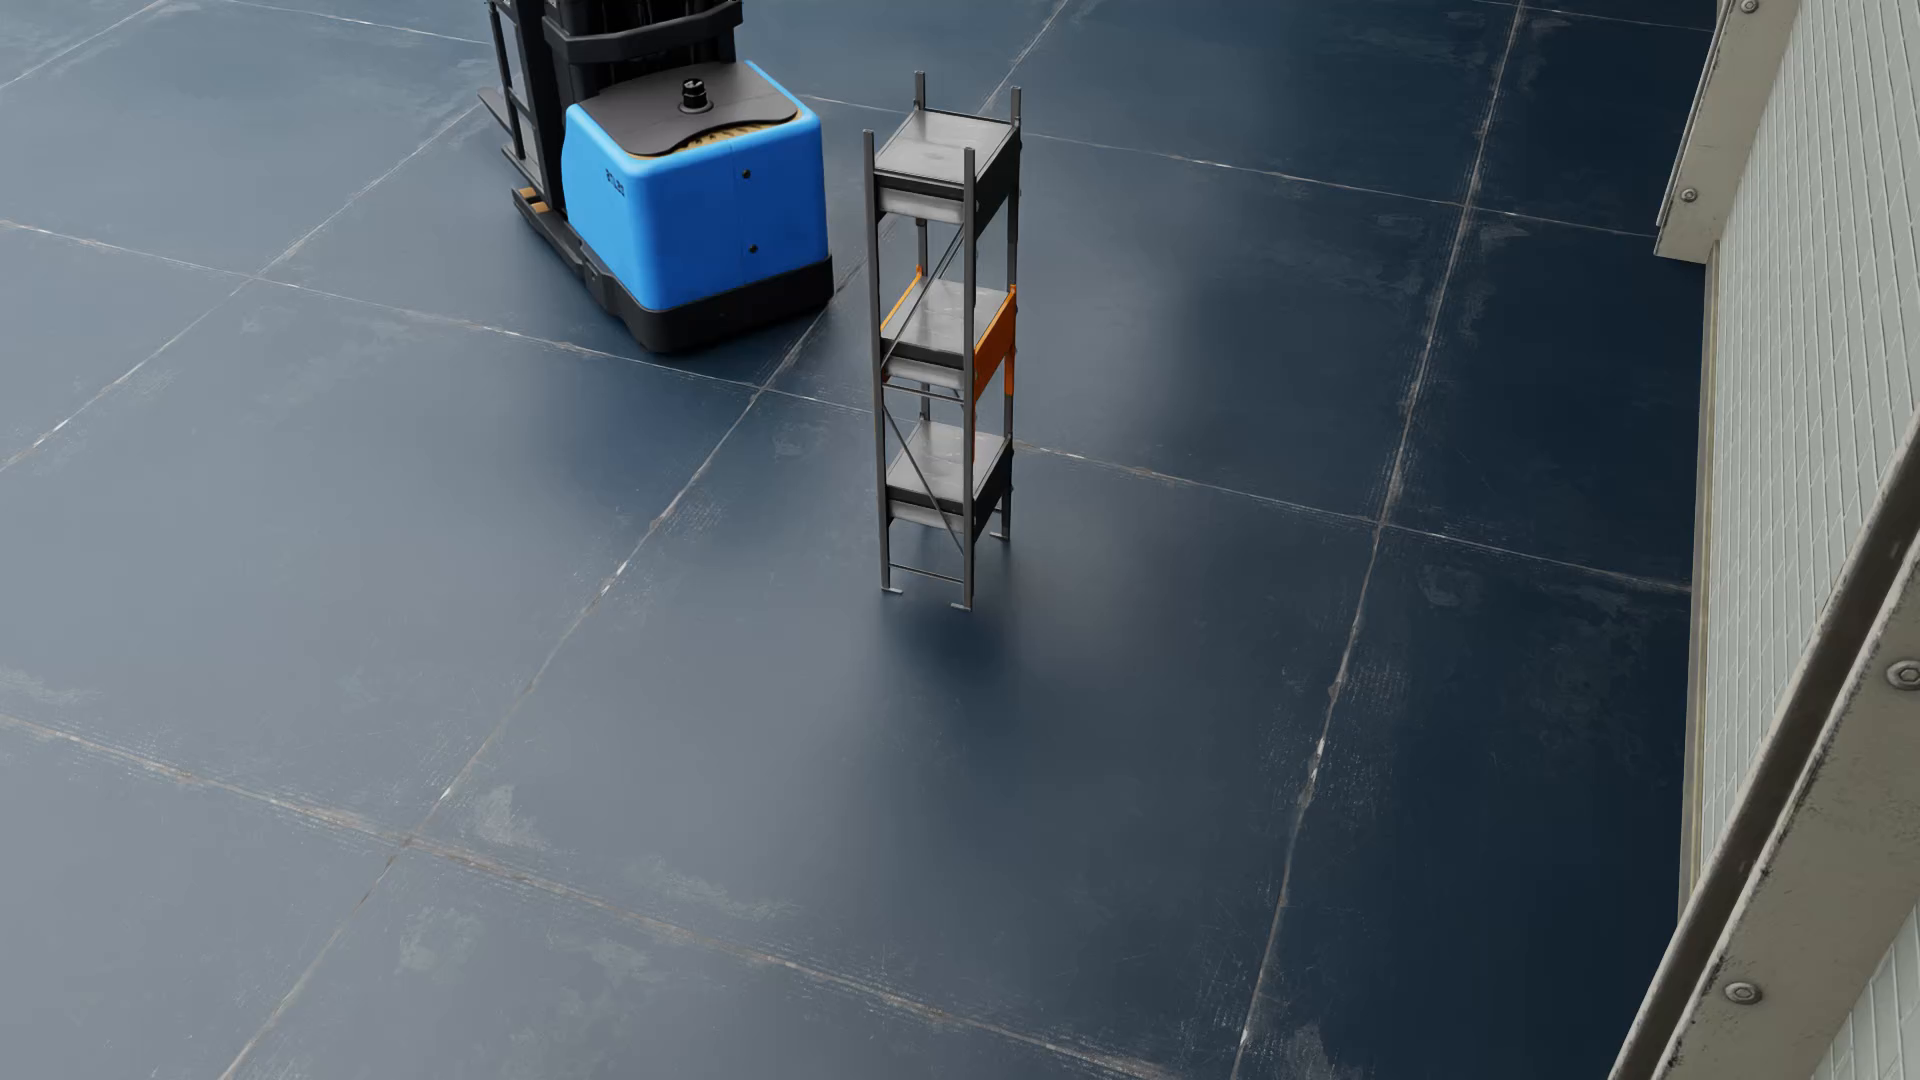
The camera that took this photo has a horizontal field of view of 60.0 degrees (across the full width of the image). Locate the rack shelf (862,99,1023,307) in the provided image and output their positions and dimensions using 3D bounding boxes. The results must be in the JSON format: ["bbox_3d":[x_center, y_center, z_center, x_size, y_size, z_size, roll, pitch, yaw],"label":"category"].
[{"bbox_3d":[-0.057,-1.220,6.005,0.431,0.518,0.480,13,42,15],"label":"rack shelf"}]

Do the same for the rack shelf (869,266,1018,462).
[{"bbox_3d":[-0.057,-0.687,6.459,0.431,0.518,0.480,13,42,15],"label":"rack shelf"}]

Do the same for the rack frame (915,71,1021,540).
[{"bbox_3d":[0.027,-0.847,6.625,0.400,2.100,0.015,13,42,15],"label":"rack frame"}]

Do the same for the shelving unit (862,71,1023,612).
[{"bbox_3d":[-0.057,-0.698,6.450,0.431,2.100,0.503,13,42,15],"label":"shelving unit"}]

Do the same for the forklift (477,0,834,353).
[{"bbox_3d":[-1.859,-2.973,8.477,1.130,2.935,3.031,-22,45,-24],"label":"forklift"}]

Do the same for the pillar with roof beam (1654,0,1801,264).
[{"bbox_3d":[-0.049,-6.019,7.372,9.100,9.000,0.400,13,42,15],"label":"pillar with roof beam"}]

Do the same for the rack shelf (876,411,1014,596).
[{"bbox_3d":[-0.057,-0.155,6.913,0.431,0.518,0.480,13,42,15],"label":"rack shelf"}]

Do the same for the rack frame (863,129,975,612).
[{"bbox_3d":[-0.140,-0.549,6.276,0.400,2.100,0.015,13,42,15],"label":"rack frame"}]
